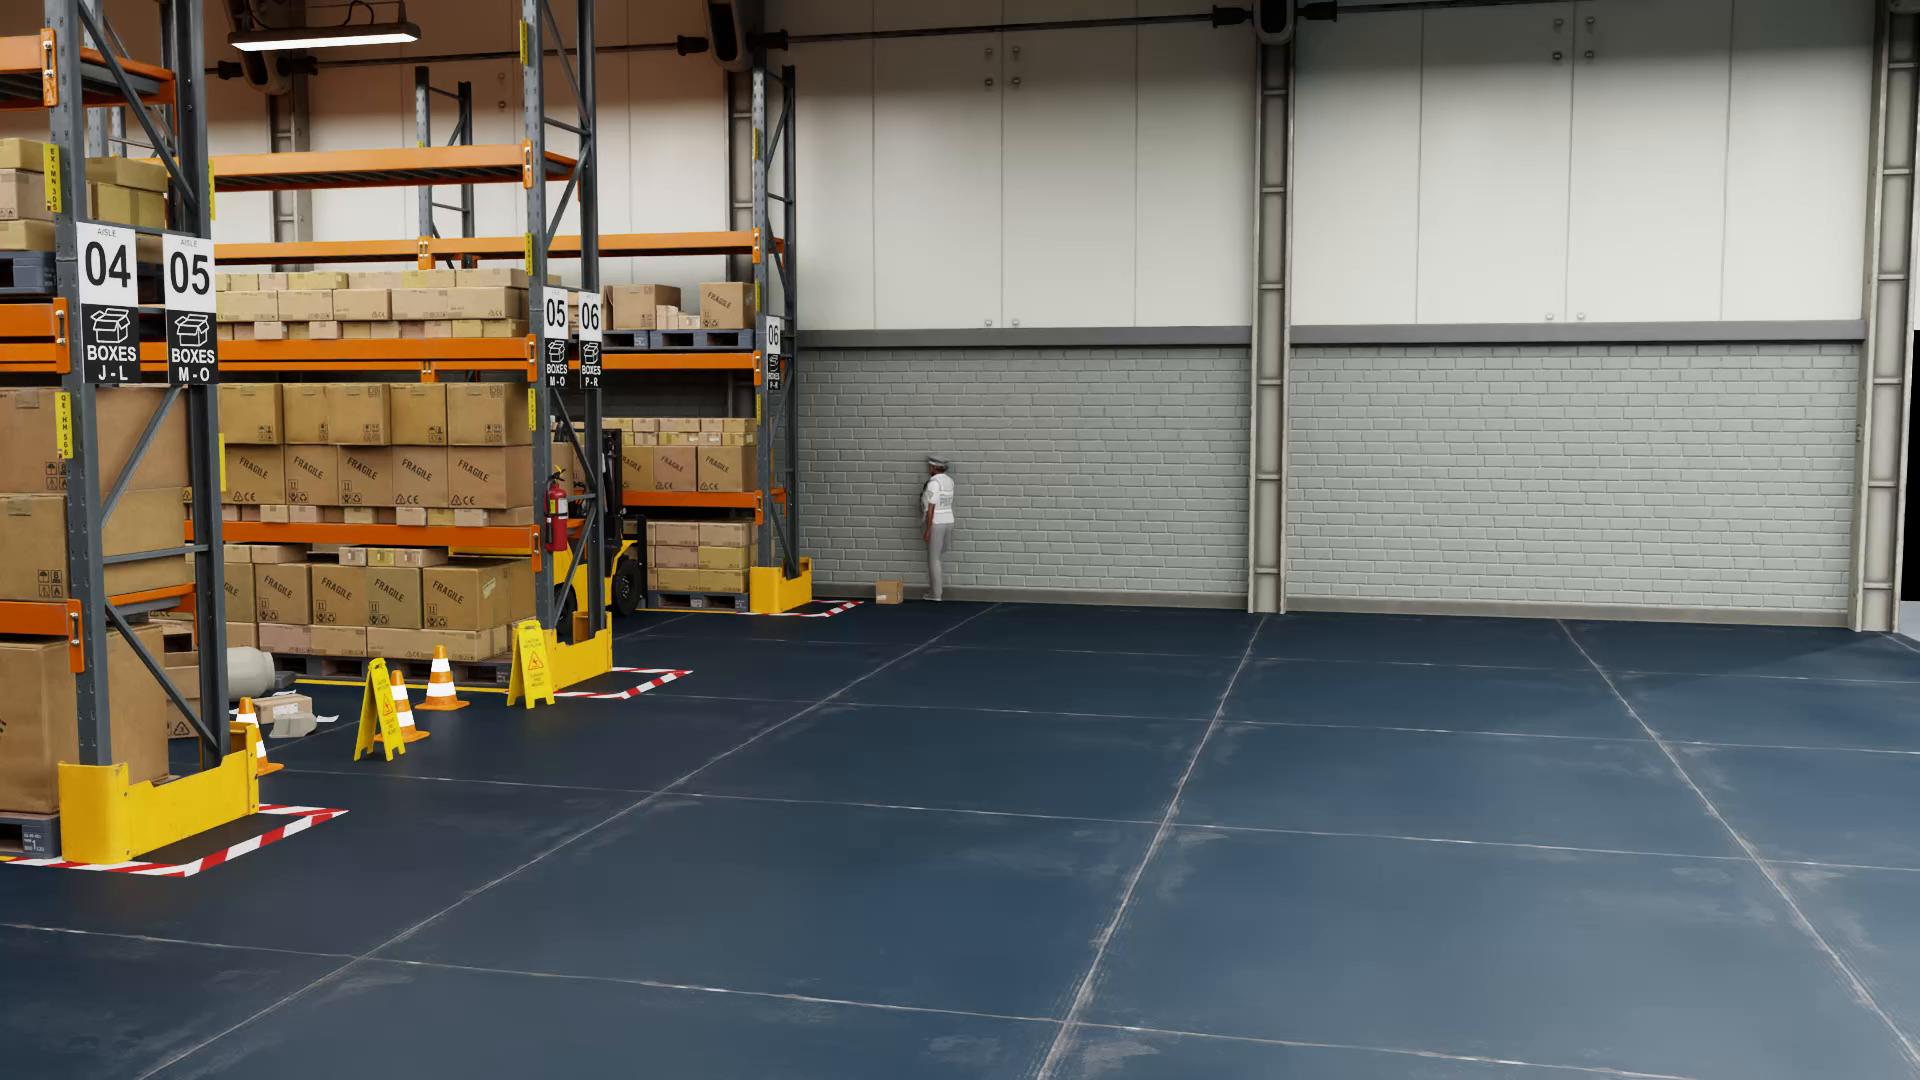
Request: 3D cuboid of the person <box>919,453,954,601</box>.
[{"bbox_3d":[-0.288,-0.141,19.037,0.436,1.700,0.506,3,6,29],"label":"person"}]
